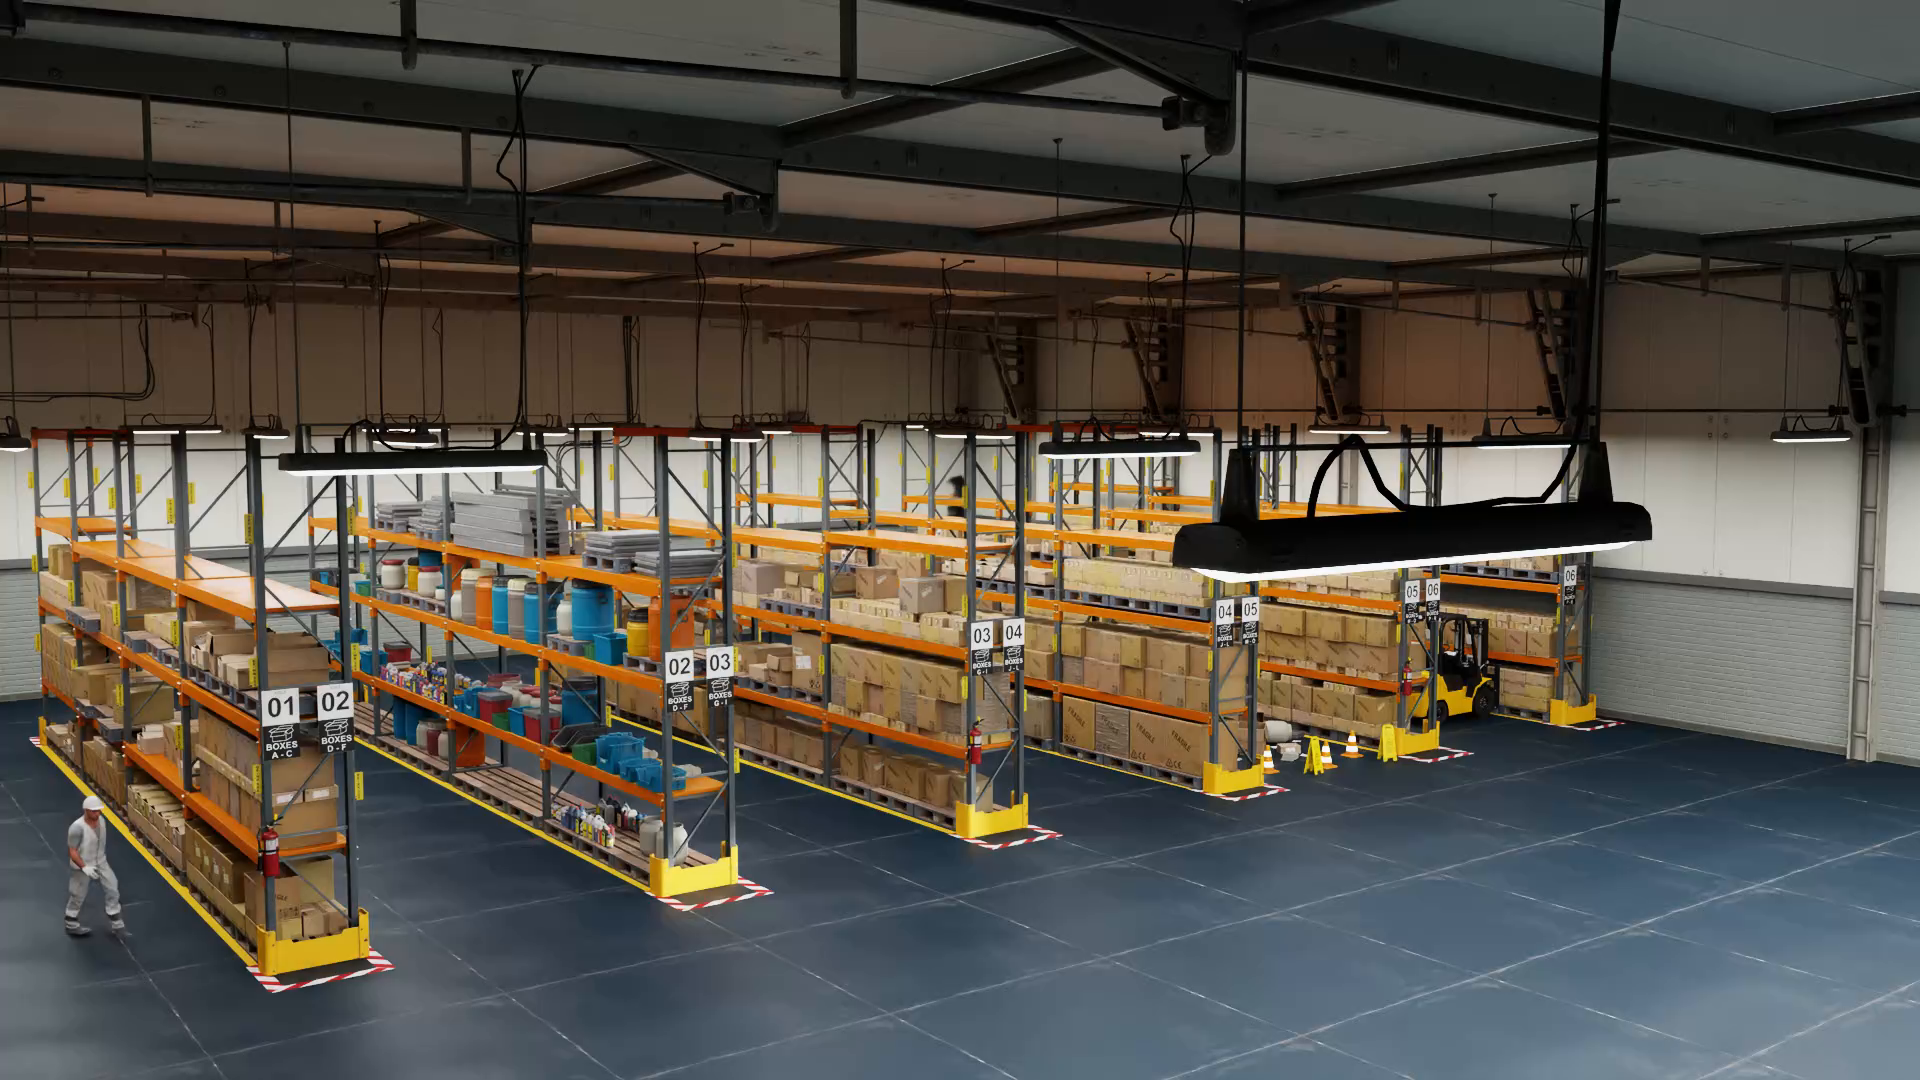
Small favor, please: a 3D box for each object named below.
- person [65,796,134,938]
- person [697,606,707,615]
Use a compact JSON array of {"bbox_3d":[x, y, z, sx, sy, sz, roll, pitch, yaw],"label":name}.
[{"bbox_3d":[-10.418,3.930,19.835,0.785,1.815,0.560,2,5,25],"label":"person"},{"bbox_3d":[-6.399,2.396,40.347,0.714,1.670,1.013,-2,5,-20],"label":"person"}]
